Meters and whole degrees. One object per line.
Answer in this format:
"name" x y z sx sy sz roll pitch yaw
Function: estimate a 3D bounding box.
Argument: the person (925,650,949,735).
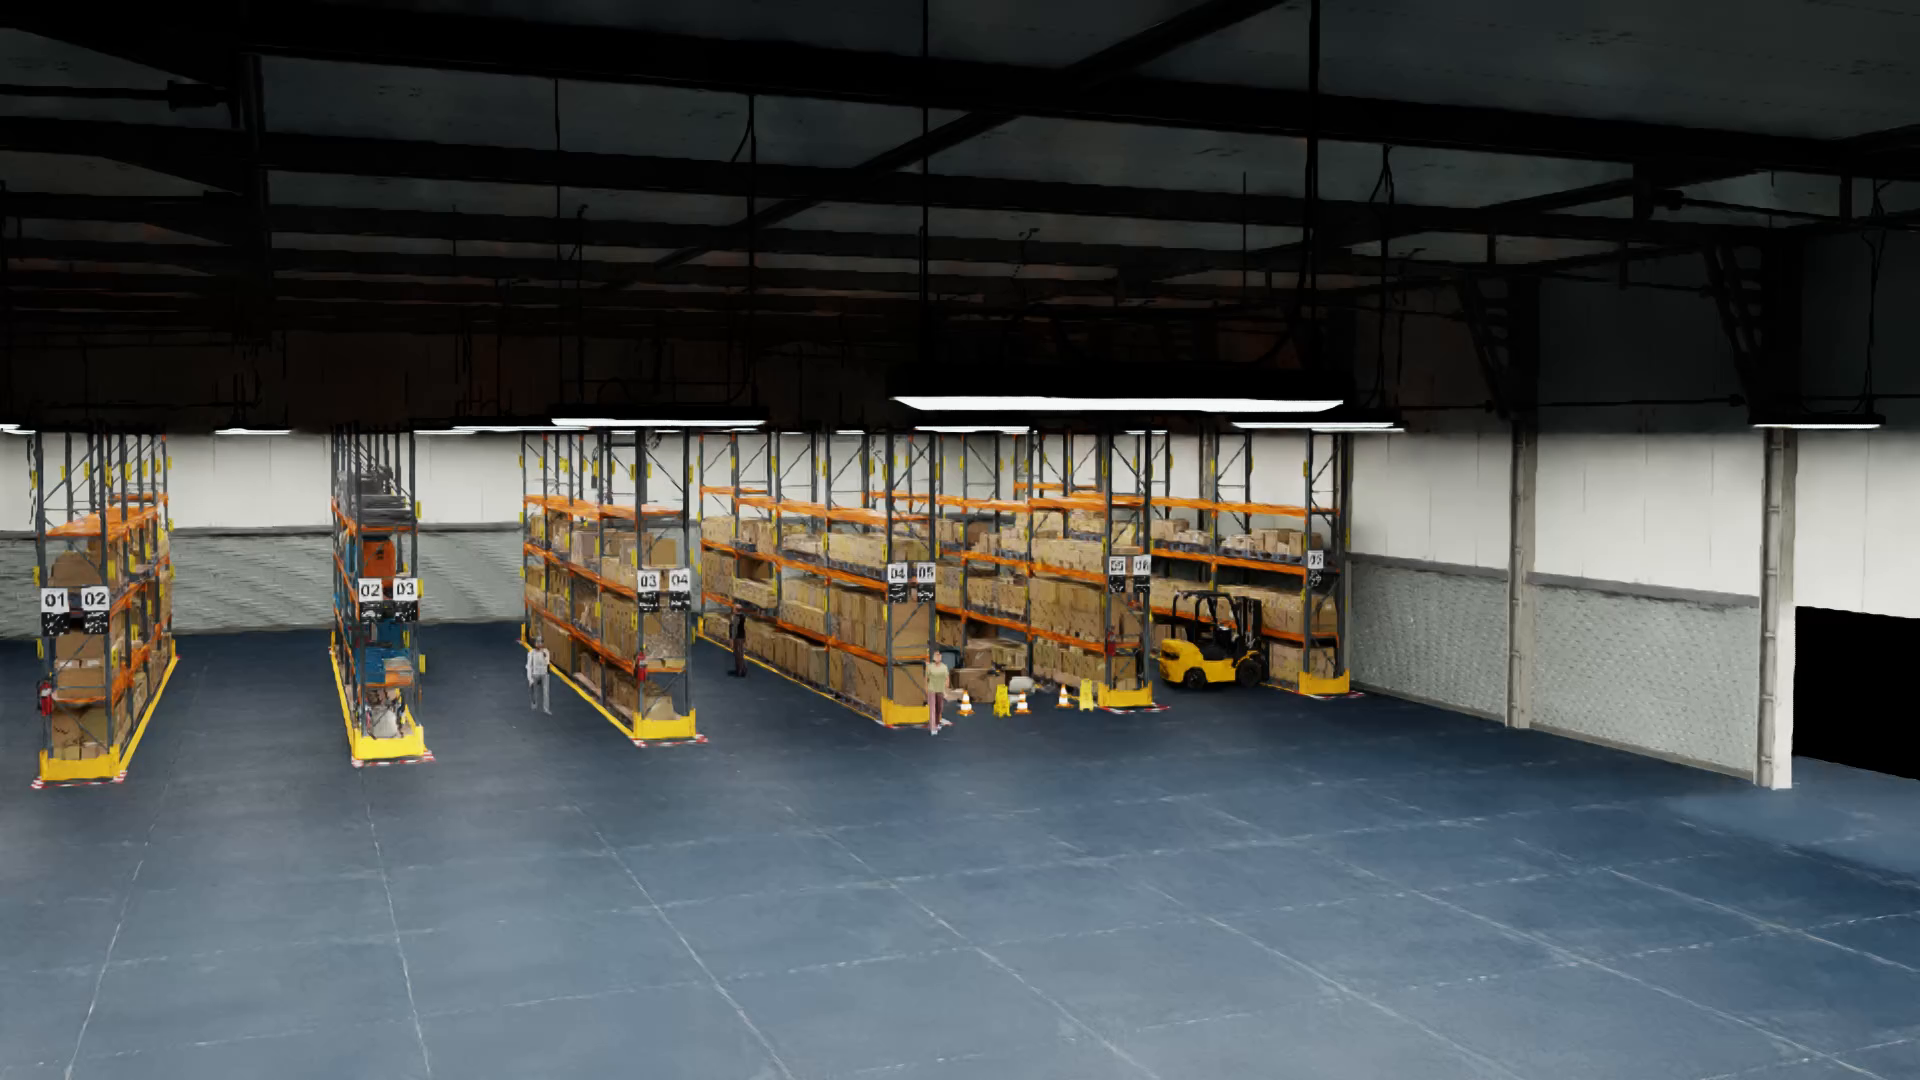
"person" -0.433 2.905 32.020 0.445 1.605 1.017 -1 4 -13

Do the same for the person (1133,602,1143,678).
"person" 4.170 2.354 39.467 0.593 1.767 0.677 1 4 8

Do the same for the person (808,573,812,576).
"person" -4.378 1.792 49.338 0.372 1.678 0.531 -1 4 -13

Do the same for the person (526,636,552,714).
"person" -8.693 2.767 34.306 0.495 1.585 1.086 -1 4 -20

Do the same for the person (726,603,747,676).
"person" -5.333 2.371 39.708 0.555 1.722 0.615 0 4 7
